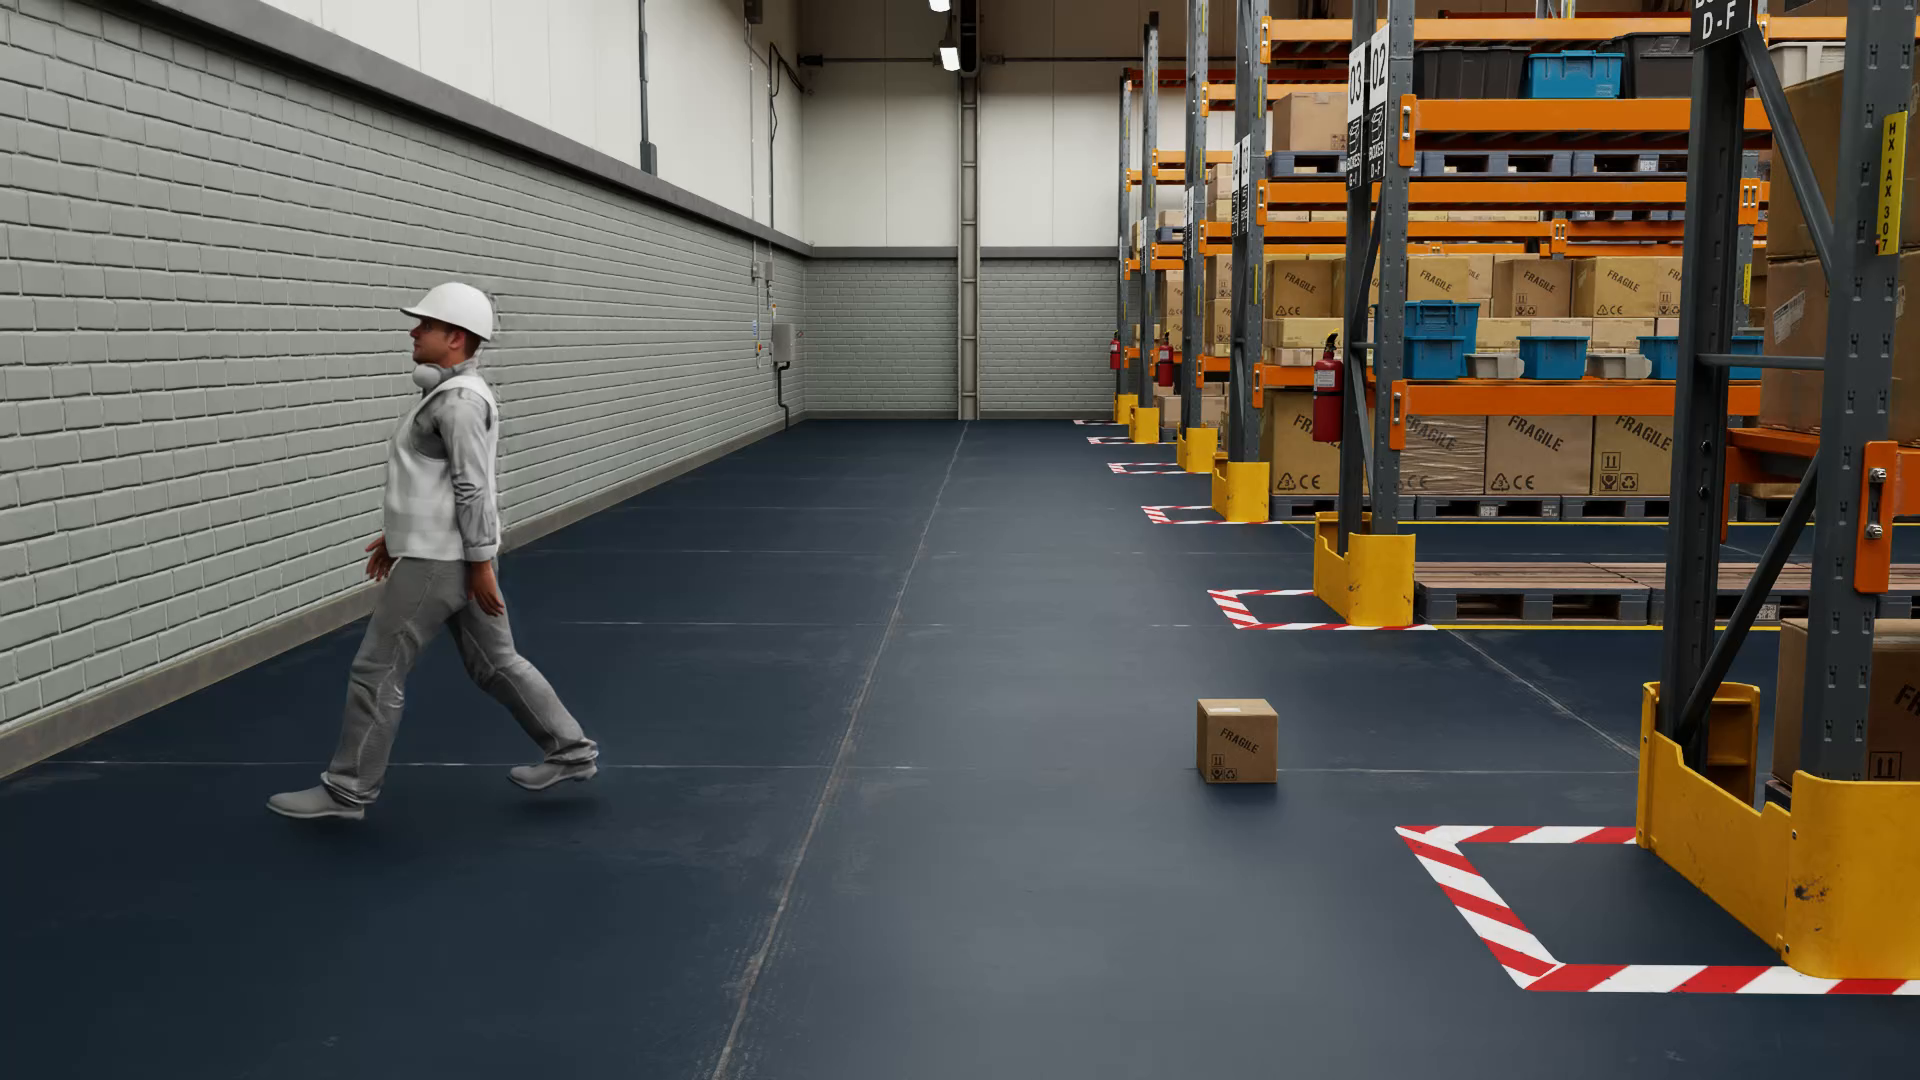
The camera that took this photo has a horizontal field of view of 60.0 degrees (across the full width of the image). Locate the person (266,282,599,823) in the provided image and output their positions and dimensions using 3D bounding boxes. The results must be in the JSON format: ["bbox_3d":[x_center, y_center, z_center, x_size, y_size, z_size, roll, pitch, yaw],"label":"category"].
[{"bbox_3d":[-1.727,0.030,5.427,1.033,1.722,0.542,-1,7,-9],"label":"person"}]
